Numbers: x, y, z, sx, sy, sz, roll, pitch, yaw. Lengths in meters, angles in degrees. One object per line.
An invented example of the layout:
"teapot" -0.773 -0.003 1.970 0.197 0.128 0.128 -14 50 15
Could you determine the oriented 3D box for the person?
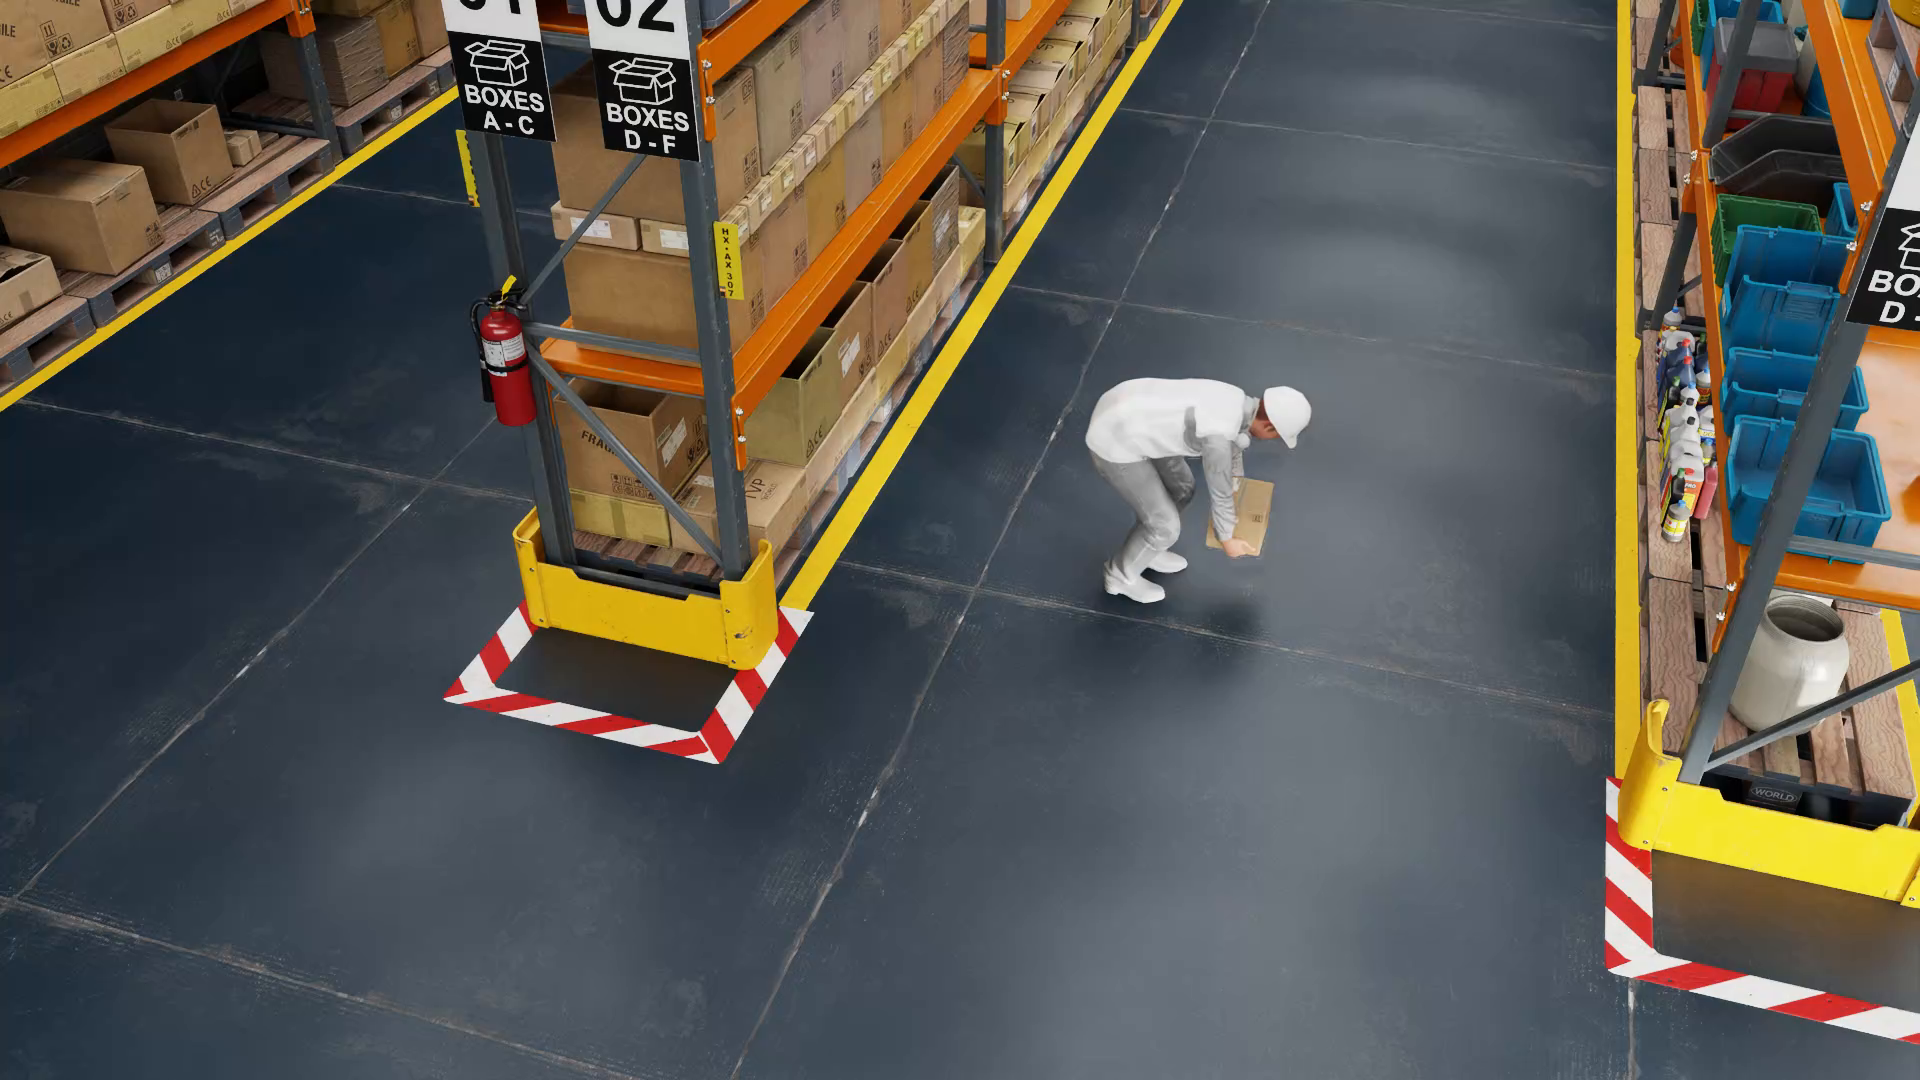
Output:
"person" 1.071 -0.249 7.719 0.987 1.155 0.481 9 38 12
